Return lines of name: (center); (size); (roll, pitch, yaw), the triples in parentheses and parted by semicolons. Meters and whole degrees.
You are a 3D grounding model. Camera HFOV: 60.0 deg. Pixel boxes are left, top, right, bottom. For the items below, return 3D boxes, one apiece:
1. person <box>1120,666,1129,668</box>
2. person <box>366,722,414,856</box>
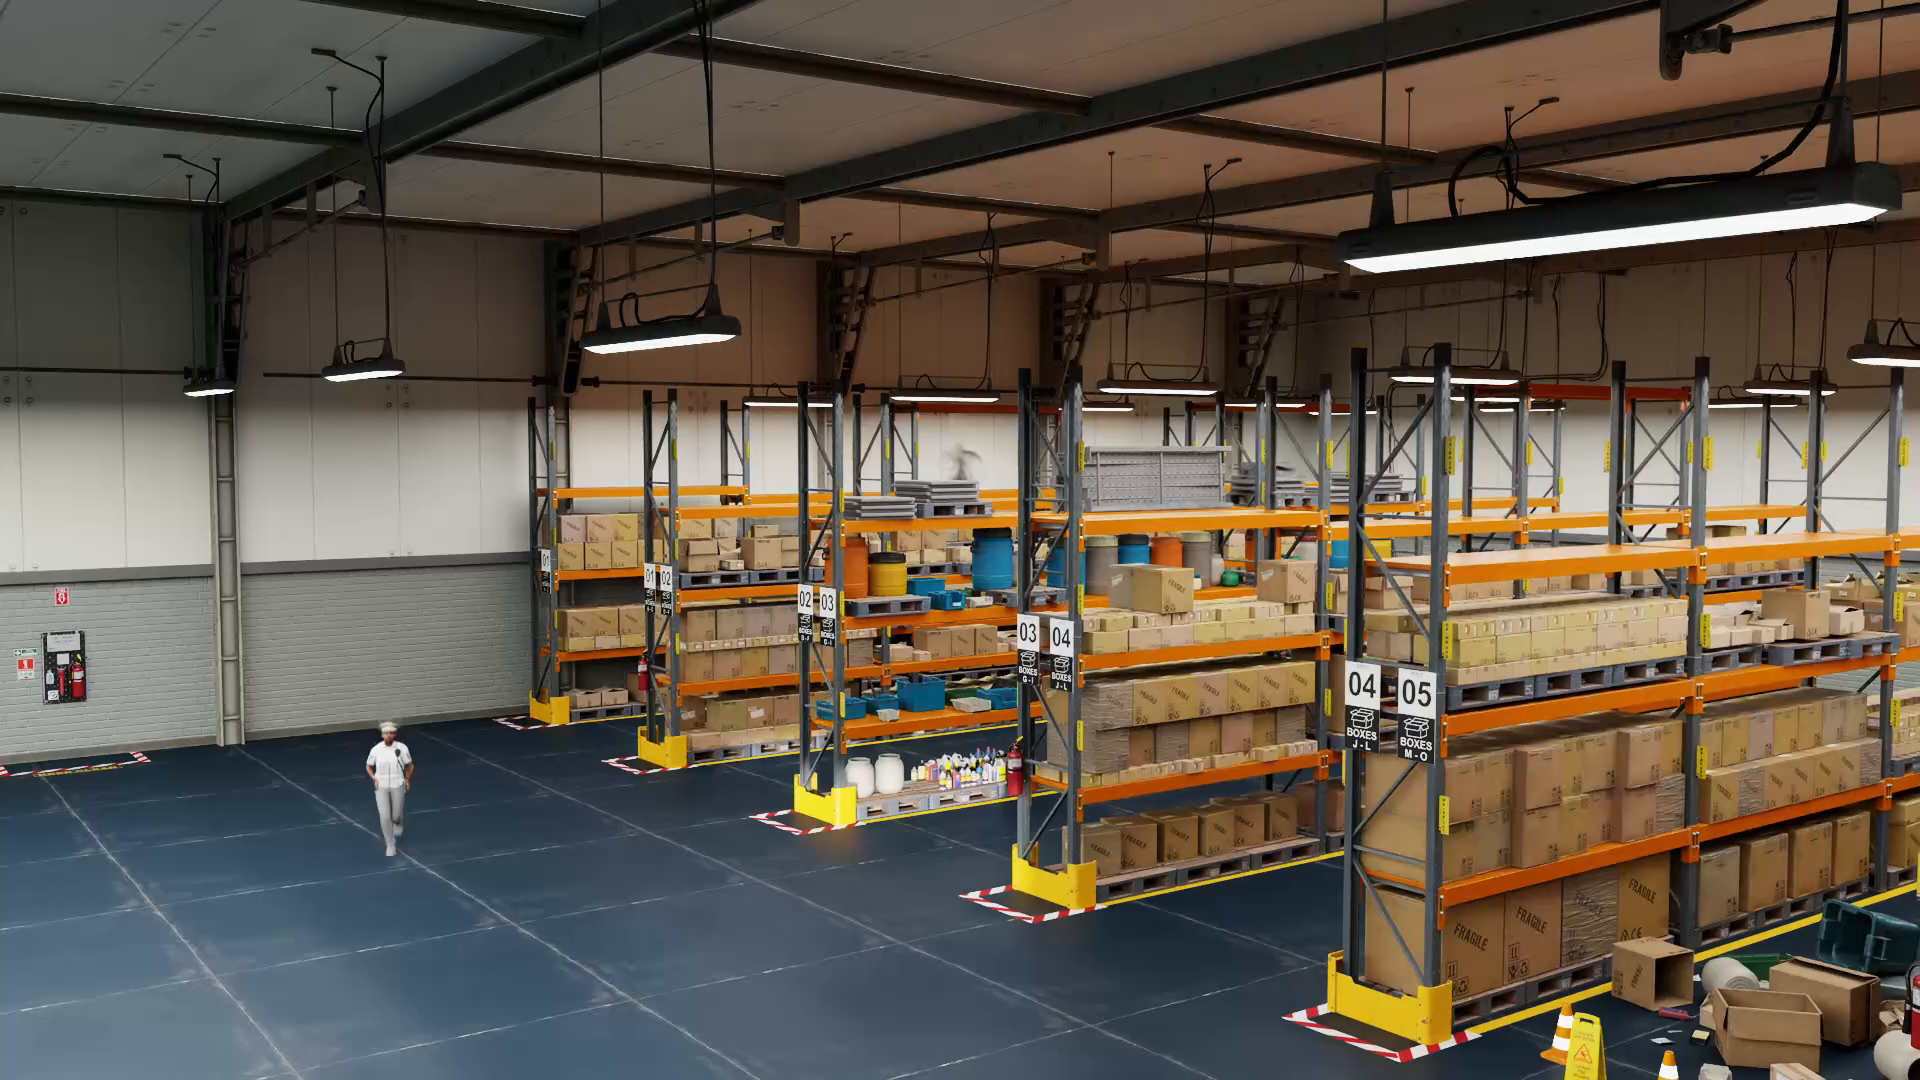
person: (3.040, 2.582, 29.426); (0.675, 1.692, 0.683); (-3, 4, -41)
person: (-7.198, 3.107, 20.995); (0.575, 1.668, 0.608); (-1, 4, -17)
